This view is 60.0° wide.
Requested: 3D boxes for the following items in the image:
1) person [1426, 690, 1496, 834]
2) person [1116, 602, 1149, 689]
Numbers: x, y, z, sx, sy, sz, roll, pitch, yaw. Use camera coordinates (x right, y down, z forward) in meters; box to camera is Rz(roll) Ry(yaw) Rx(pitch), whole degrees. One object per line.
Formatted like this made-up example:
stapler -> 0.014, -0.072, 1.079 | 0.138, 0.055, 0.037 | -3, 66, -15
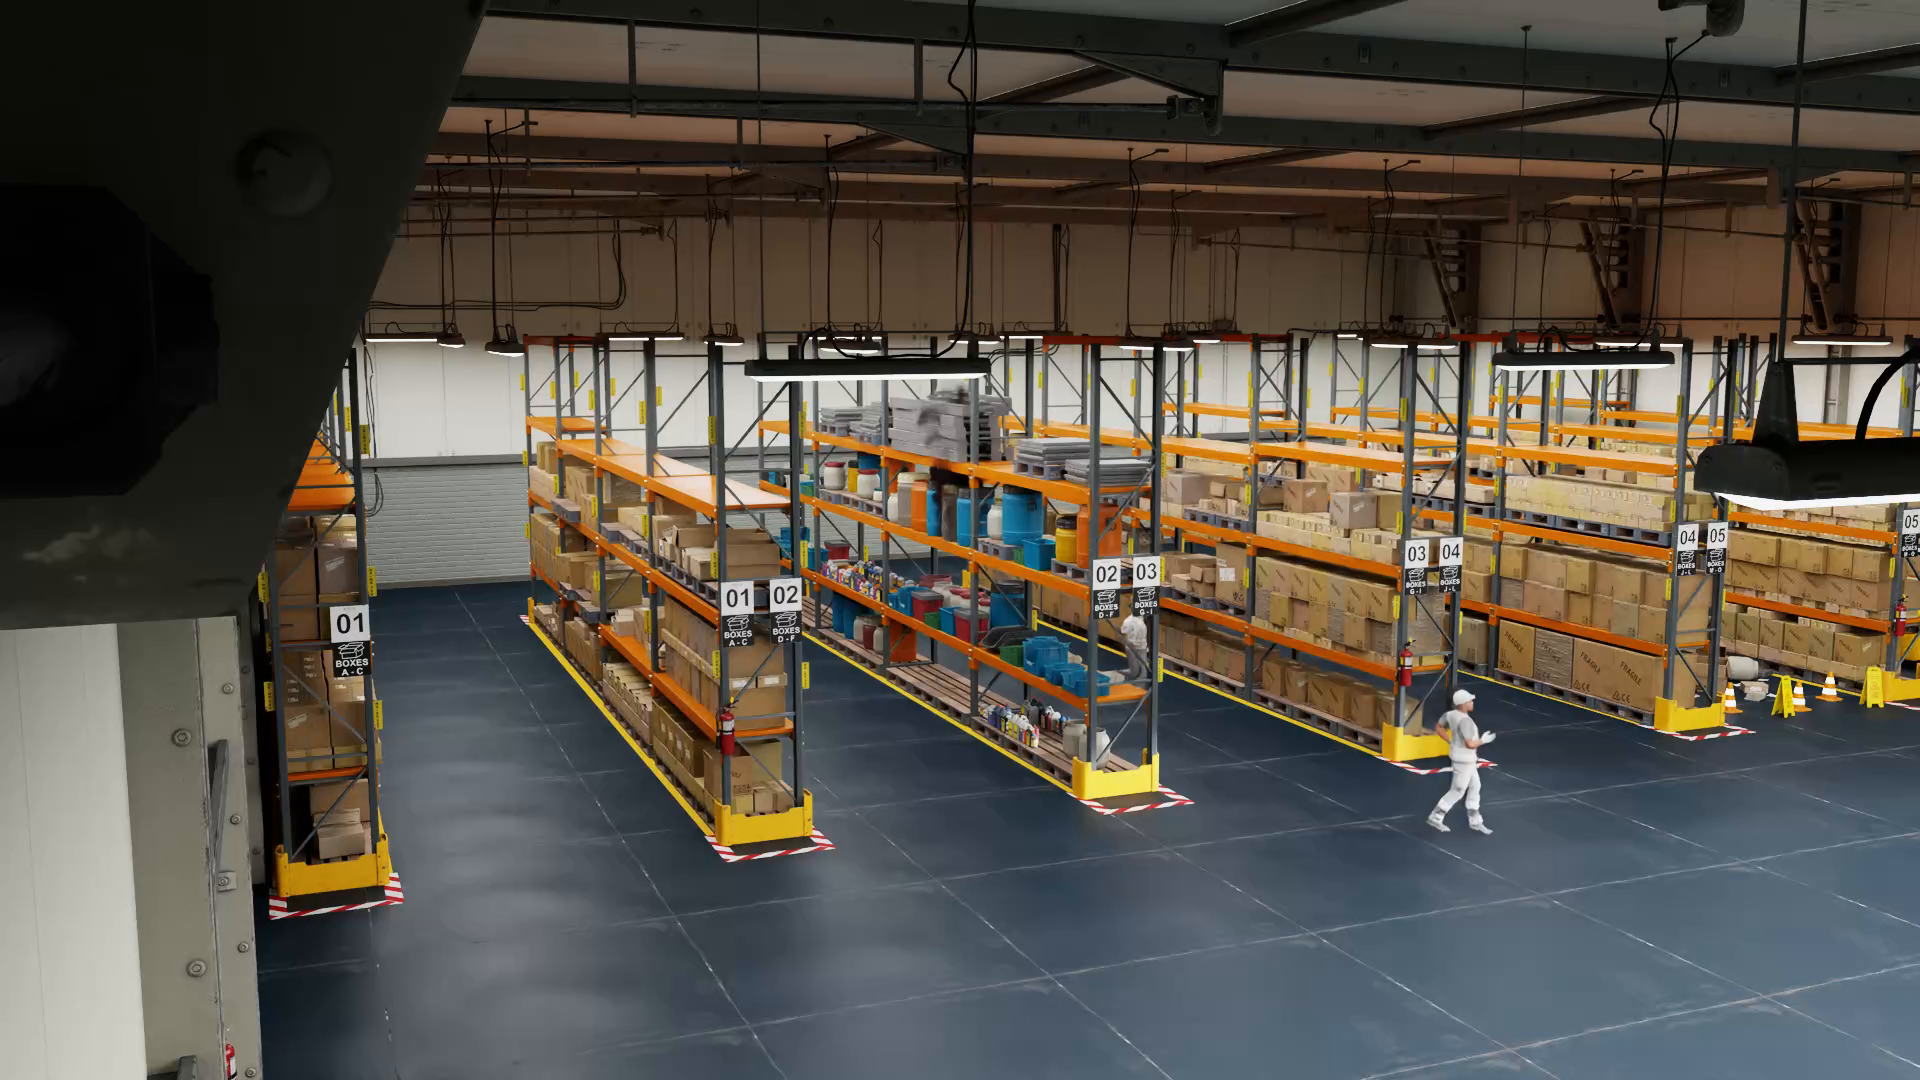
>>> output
person -> 6.144, 2.726, 20.340 | 0.828, 1.819, 0.639 | 1, 8, 5
person -> 2.923, 1.824, 27.876 | 0.577, 1.675, 0.711 | -5, 9, -34
